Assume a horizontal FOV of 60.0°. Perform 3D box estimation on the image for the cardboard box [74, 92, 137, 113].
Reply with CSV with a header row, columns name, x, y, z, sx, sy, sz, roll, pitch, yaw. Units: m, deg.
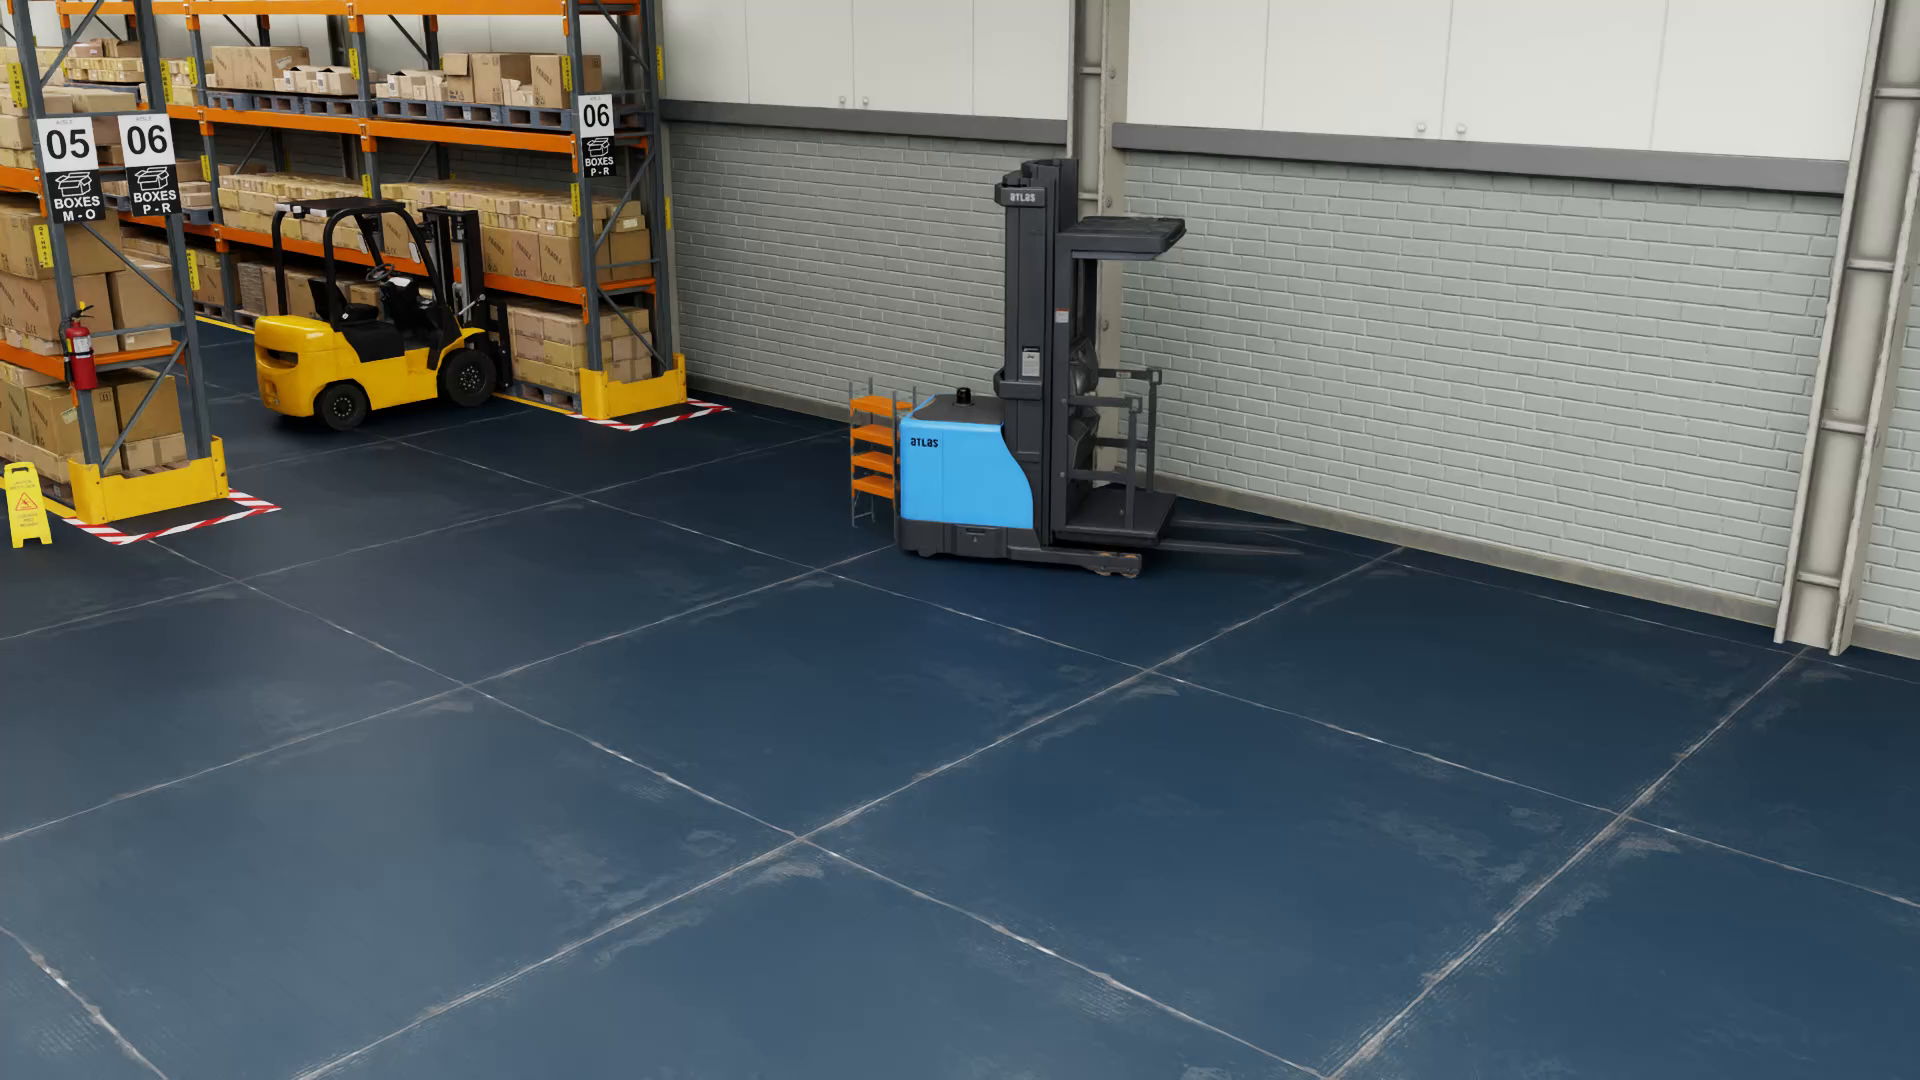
name,x,y,z,sx,sy,sz,roll,pitch,yaw
cardboard box,-6.849,-3.503,13.328,0.250,0.149,0.380,15,23,39

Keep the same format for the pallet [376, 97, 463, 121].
name,x,y,z,sx,sy,sz,roll,pitch,yaw
pallet,-5.763,-4.844,18.604,1.213,0.211,1.003,15,23,39

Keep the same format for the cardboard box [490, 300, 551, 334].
name,x,y,z,sx,sy,sz,roll,pitch,yaw
cardboard box,-4.748,-2.407,17.936,0.500,0.250,0.500,15,23,40

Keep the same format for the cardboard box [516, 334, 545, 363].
name,x,y,z,sx,sy,sz,roll,pitch,yaw
cardboard box,-4.366,-2.077,17.722,0.500,0.250,0.500,15,23,39

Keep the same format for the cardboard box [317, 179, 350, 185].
name,x,y,z,sx,sy,sz,roll,pitch,yaw
cardboard box,-7.871,-4.459,20.964,0.250,0.149,0.380,16,24,41

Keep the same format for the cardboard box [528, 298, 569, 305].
name,x,y,z,sx,sy,sz,roll,pitch,yaw
cardboard box,-4.403,-2.527,18.313,0.500,0.250,0.500,15,23,39

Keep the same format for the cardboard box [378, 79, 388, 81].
name,x,y,z,sx,sy,sz,roll,pitch,yaw
cardboard box,-6.923,-5.395,19.748,0.250,0.149,0.380,15,23,39

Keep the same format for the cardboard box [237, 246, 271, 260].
name,x,y,z,sx,sy,sz,roll,pitch,yaw
cardboard box,-9.774,-3.978,23.052,0.250,0.149,0.380,16,24,41

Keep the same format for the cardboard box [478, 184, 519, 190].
name,x,y,z,sx,sy,sz,roll,pitch,yaw
cardboard box,-5.202,-3.922,18.783,0.250,0.149,0.380,15,23,38

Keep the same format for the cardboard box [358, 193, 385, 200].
name,x,y,z,sx,sy,sz,roll,pitch,yaw
cardboard box,-6.821,-3.997,19.510,0.250,0.149,0.380,16,24,41

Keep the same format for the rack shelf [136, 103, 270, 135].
name,x,y,z,sx,sy,sz,roll,pitch,yaw
rack shelf,-10.906,-5.914,23.017,4.000,0.370,1.077,15,23,39

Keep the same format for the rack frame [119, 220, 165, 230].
name,x,y,z,sx,sy,sz,roll,pitch,yaw
rack frame,-12.402,-5.228,24.627,0.127,3.000,1.000,15,23,39

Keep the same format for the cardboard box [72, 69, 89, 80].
name,x,y,z,sx,sy,sz,roll,pitch,yaw
cardboard box,-12.272,-6.576,23.472,0.250,0.149,0.380,15,23,40

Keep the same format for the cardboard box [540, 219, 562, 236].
name,x,y,z,sx,sy,sz,roll,pitch,yaw
cardboard box,-4.082,-3.227,17.082,0.250,0.149,0.380,16,23,40

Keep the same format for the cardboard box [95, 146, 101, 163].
name,x,y,z,sx,sy,sz,roll,pitch,yaw
cardboard box,-7.007,-3.178,13.622,0.250,0.149,0.380,14,22,38

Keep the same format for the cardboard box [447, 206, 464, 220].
name,x,y,z,sx,sy,sz,roll,pitch,yaw
cardboard box,-5.416,-3.592,18.233,0.250,0.149,0.380,14,22,38

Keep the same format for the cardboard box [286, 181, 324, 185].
name,x,y,z,sx,sy,sz,roll,pitch,yaw
cardboard box,-8.136,-4.364,20.667,0.250,0.149,0.380,15,23,39

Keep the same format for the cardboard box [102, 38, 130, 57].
name,x,y,z,sx,sy,sz,roll,pitch,yaw
cardboard box,-12.127,-7.079,23.880,0.258,0.266,0.396,15,23,38

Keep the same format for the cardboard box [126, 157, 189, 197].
name,x,y,z,sx,sy,sz,roll,pitch,yaw
cardboard box,-11.214,-5.067,23.259,0.500,0.500,0.700,15,23,39

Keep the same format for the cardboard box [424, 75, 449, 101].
name,x,y,z,sx,sy,sz,roll,pitch,yaw
cardboard box,-5.509,-4.869,17.898,0.258,0.266,0.396,14,23,38

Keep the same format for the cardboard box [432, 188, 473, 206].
name,x,y,z,sx,sy,sz,roll,pitch,yaw
cardboard box,-5.588,-3.787,18.357,0.250,0.149,0.380,15,23,38

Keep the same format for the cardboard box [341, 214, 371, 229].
name,x,y,z,sx,sy,sz,roll,pitch,yaw
cardboard box,-6.955,-3.830,19.641,0.500,0.250,0.500,14,23,38

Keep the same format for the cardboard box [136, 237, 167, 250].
name,x,y,z,sx,sy,sz,roll,pitch,yaw
cardboard box,-11.638,-4.275,23.989,0.250,0.149,0.380,15,23,38

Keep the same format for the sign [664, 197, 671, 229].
name,x,y,z,sx,sy,sz,roll,pitch,yaw
sign,-3.053,-3.394,17.284,0.005,0.325,0.100,15,23,39

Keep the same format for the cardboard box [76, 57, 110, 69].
name,x,y,z,sx,sy,sz,roll,pitch,yaw
cardboard box,-12.223,-6.731,23.468,0.250,0.149,0.380,16,23,40

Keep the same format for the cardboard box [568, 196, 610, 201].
name,x,y,z,sx,sy,sz,roll,pitch,yaw
cardboard box,-3.916,-3.543,17.588,0.250,0.149,0.380,16,23,40

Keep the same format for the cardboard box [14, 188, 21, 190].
name,x,y,z,sx,sy,sz,roll,pitch,yaw
cardboard box,-14.741,-5.634,26.319,0.250,0.149,0.380,16,24,41

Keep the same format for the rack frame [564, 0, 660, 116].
name,x,y,z,sx,sy,sz,roll,pitch,yaw
rack frame,-3.426,-5.678,16.128,0.127,3.000,1.000,15,23,39

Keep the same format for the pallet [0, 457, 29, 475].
name,x,y,z,sx,sy,sz,roll,pitch,yaw
pallet,-8.267,-0.797,15.275,1.213,0.211,1.003,15,23,39

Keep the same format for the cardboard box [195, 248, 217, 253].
name,x,y,z,sx,sy,sz,roll,pitch,yaw
cardboard box,-10.340,-3.896,22.793,0.250,0.149,0.380,14,22,37

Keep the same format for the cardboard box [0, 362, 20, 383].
name,x,y,z,sx,sy,sz,roll,pitch,yaw
cardboard box,-7.996,-1.463,14.302,0.250,0.149,0.380,16,23,40

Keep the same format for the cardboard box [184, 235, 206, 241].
name,x,y,z,sx,sy,sz,roll,pitch,yaw
cardboard box,-11.168,-4.326,24.150,0.250,0.149,0.380,16,24,41

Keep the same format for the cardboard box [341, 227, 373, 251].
name,x,y,z,sx,sy,sz,roll,pitch,yaw
cardboard box,-6.969,-3.593,19.721,0.500,0.250,0.500,16,23,40

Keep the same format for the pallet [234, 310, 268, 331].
name,x,y,z,sx,sy,sz,roll,pitch,yaw
pallet,-8.820,-2.922,21.970,1.213,0.211,1.003,15,23,39

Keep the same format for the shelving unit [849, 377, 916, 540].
name,x,y,z,sx,sy,sz,roll,pitch,yaw
shelving unit,-0.607,-0.647,13.166,0.503,1.200,0.258,16,24,41

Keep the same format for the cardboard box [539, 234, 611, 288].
name,x,y,z,sx,sy,sz,roll,pitch,yaw
cardboard box,-3.969,-2.906,17.144,0.500,0.500,0.500,14,23,38

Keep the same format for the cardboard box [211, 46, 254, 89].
name,x,y,z,sx,sy,sz,roll,pitch,yaw
cardboard box,-9.030,-5.950,20.917,0.500,0.500,0.500,15,23,40

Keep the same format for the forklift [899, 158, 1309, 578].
name,x,y,z,sx,sy,sz,roll,pitch,yaw
forklift,1.108,-1.297,12.354,3.031,2.935,1.130,5,18,14

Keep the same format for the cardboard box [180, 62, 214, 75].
name,x,y,z,sx,sy,sz,roll,pitch,yaw
cardboard box,-9.863,-6.117,21.567,0.250,0.149,0.380,16,24,41

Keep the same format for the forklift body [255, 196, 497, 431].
name,x,y,z,sx,sy,sz,roll,pitch,yaw
forklift body,-6.056,-2.382,17.063,1.214,2.155,2.313,15,23,39

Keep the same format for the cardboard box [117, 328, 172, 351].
name,x,y,z,sx,sy,sz,roll,pitch,yaw
cardboard box,-6.835,-1.690,13.895,0.250,0.149,0.380,15,23,39

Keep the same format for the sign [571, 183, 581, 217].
name,x,y,z,sx,sy,sz,roll,pitch,yaw
sign,-3.797,-3.364,16.446,0.005,0.325,0.100,15,23,39

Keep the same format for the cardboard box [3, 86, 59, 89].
name,x,y,z,sx,sy,sz,roll,pitch,yaw
cardboard box,-8.105,-3.884,14.531,0.250,0.149,0.380,15,23,40

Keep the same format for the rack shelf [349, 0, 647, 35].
name,x,y,z,sx,sy,sz,roll,pitch,yaw
rack shelf,-4.922,-5.546,17.562,4.000,0.370,1.077,15,23,39

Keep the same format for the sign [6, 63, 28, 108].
name,x,y,z,sx,sy,sz,roll,pitch,yaw
sign,-7.102,-3.425,12.523,0.005,0.325,0.100,15,23,39

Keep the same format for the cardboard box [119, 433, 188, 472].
name,x,y,z,sx,sy,sz,roll,pitch,yaw
cardboard box,-7.138,-0.809,14.554,0.500,0.250,0.500,15,23,39

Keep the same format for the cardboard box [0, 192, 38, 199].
name,x,y,z,sx,sy,sz,roll,pitch,yaw
cardboard box,-8.349,-2.728,14.440,0.500,0.500,0.700,15,23,39

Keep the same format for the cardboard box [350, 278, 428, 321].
name,x,y,z,sx,sy,sz,roll,pitch,yaw
cardboard box,-6.816,-2.793,20.184,0.625,0.625,0.875,16,24,42

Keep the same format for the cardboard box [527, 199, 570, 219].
name,x,y,z,sx,sy,sz,roll,pitch,yaw
cardboard box,-4.253,-3.431,17.233,0.250,0.149,0.380,16,23,40

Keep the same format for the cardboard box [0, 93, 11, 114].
name,x,y,z,sx,sy,sz,roll,pitch,yaw
cardboard box,-7.538,-3.494,13.300,0.250,0.149,0.380,15,23,39

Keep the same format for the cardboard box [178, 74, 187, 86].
name,x,y,z,sx,sy,sz,roll,pitch,yaw
cardboard box,-10.016,-6.047,21.836,0.250,0.149,0.380,14,23,38
